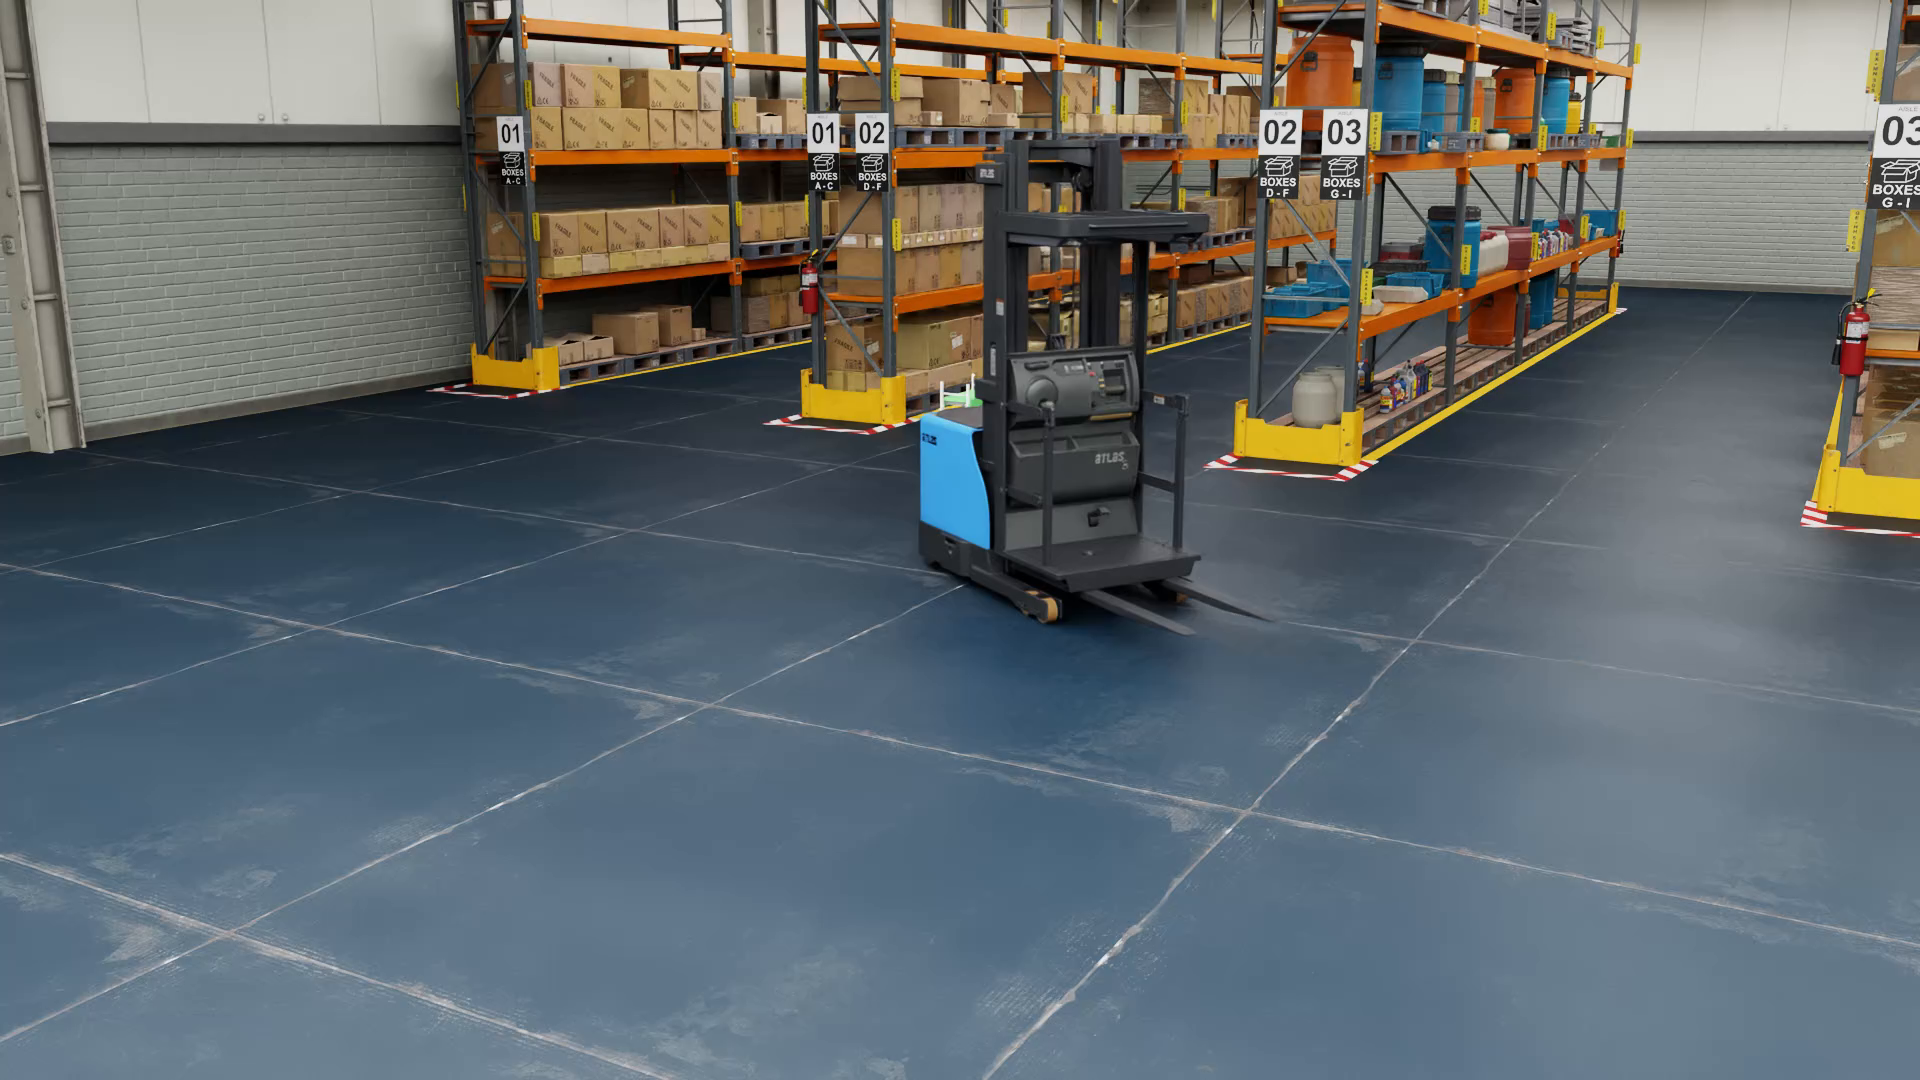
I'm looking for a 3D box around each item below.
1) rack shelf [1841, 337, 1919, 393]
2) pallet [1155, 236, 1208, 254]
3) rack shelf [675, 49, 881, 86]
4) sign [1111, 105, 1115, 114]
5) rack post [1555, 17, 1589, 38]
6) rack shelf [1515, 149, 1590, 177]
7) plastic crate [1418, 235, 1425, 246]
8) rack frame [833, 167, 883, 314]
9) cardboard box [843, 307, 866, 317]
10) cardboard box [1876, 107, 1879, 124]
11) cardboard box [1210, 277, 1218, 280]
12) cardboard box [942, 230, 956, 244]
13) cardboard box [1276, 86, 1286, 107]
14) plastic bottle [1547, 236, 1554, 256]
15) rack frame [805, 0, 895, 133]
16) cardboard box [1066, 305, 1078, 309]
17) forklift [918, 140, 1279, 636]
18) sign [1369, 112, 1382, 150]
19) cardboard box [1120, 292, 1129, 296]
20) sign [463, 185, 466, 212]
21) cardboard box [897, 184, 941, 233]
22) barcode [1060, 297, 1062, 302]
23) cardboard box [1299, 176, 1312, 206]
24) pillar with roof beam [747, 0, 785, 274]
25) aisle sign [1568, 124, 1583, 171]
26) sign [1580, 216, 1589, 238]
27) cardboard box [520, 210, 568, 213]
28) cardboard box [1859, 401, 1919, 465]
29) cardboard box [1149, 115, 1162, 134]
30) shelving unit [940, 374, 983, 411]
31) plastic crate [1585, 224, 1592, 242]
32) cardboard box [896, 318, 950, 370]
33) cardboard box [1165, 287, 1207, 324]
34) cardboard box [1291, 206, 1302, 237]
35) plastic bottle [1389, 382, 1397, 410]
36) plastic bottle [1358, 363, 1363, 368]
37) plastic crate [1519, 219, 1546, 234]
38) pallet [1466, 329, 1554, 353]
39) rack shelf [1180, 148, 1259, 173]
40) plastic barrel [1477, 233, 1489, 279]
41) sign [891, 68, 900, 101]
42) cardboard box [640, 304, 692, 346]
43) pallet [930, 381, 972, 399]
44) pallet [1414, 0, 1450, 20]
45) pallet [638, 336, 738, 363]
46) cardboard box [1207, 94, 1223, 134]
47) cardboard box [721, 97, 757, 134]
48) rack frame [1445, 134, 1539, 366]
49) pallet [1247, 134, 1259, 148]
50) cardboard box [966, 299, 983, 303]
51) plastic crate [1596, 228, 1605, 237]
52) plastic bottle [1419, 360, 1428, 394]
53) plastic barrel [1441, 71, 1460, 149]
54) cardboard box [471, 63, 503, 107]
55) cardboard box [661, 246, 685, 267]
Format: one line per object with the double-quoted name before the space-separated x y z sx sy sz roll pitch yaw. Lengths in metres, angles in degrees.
"rack shelf" 8.496 -1.714 14.779 1.077 0.370 4.000 7 15 28
"pallet" 2.993 -4.472 25.092 1.213 0.211 1.003 7 15 28
"rack shelf" -2.579 -6.941 24.510 1.077 0.370 4.000 7 15 28
"sign" 2.252 -6.190 24.304 0.100 0.325 0.005 7 15 28
"rack post" 8.560 -7.387 24.136 0.937 0.300 0.954 7 15 27
"rack shelf" 8.028 -5.375 23.563 1.077 0.370 4.000 7 15 28
"plastic crate" 6.012 -3.590 20.890 0.402 0.464 0.583 7 15 28
"rack frame" -1.612 -4.979 26.784 1.000 3.000 0.127 7 15 28
"cardboard box" -1.914 -3.824 26.389 0.700 0.500 0.500 8 16 29
"cardboard box" 7.756 -3.488 13.671 0.380 0.149 0.250 7 15 28
"cardboard box" 3.965 -4.055 27.349 0.500 0.500 0.500 8 16 29
"cardboard box" -0.265 -3.409 18.676 0.380 0.149 0.250 7 15 26
"cardboard box" 5.228 -7.422 28.174 0.700 0.500 0.500 7 15 28
"plastic bottle" 8.489 -4.245 24.008 0.152 0.276 0.135 7 15 28
"rack frame" -1.141 -5.693 16.948 1.000 3.000 0.127 7 15 28
"cardboard box" 1.706 -3.003 22.362 0.500 0.311 0.500 7 15 26
"forklift" 0.848 -1.023 10.522 1.130 2.935 3.031 -7 15 -27
"sign" 3.673 -3.614 14.706 0.100 0.325 0.005 7 15 28
"cardboard box" 2.216 -3.484 24.359 0.500 0.311 0.500 8 16 30
"sign" -5.955 -4.121 20.081 0.100 0.325 0.005 7 15 28
"cardboard box" -0.629 -3.670 18.374 0.700 0.500 0.500 7 15 27
"barcode" 1.281 -3.068 21.206 0.001 0.075 0.075 7 15 28
"cardboard box" 5.881 -6.156 29.320 0.500 0.500 0.500 8 16 30
"pillar with roof beam" 0.771 -7.239 23.358 9.100 9.000 0.400 7 15 28
"aisle sign" 10.703 -6.810 28.833 0.394 0.787 0.004 7 15 28
"sign" 9.475 -4.749 25.240 0.100 0.325 0.005 7 15 28
"cardboard box" -5.185 -3.862 20.828 0.500 0.500 0.500 8 16 29
"cardboard box" 8.105 -0.895 14.285 0.500 0.500 0.500 13 19 43
"cardboard box" 2.556 -5.908 23.664 0.500 0.250 0.500 6 15 24
"shelving unit" 0.080 -0.617 12.534 0.258 1.200 0.503 7 15 28
"plastic crate" 9.894 -4.941 26.752 0.437 0.282 0.530 7 15 28
"cardboard box" -0.447 -2.196 18.615 0.500 0.500 0.500 7 15 28
"cardboard box" 3.445 -3.586 25.402 0.500 0.500 0.500 7 15 26
"cardboard box" 5.634 -5.569 29.019 0.500 0.500 0.500 7 15 28
"plastic bottle" 4.468 -1.489 17.168 0.061 0.283 0.133 8 16 29
"plastic bottle" 4.457 -1.840 18.639 0.152 0.276 0.135 8 16 30
"plastic crate" 8.922 -4.833 26.085 0.392 0.384 0.575 7 15 28
"pallet" 7.996 -2.916 24.180 1.003 0.211 1.213 7 15 28
"rack shelf" 3.693 -5.937 25.894 1.077 0.370 4.000 7 15 28
"plastic barrel" 6.136 -3.424 20.044 0.433 0.535 0.433 0 14 0
"sign" -0.658 -4.634 16.922 0.100 0.325 0.005 7 15 28
"cardboard box" -4.012 -2.939 22.720 0.500 0.500 0.500 6 15 24
"pallet" -0.217 -1.832 19.683 1.003 0.211 1.213 7 15 28
"pallet" 4.164 -5.242 16.334 1.003 0.211 1.213 7 15 28
"pallet" -3.839 -2.661 23.119 1.003 0.211 1.213 7 15 28
"cardboard box" 3.710 -6.629 25.909 0.600 0.600 0.600 7 15 26
"cardboard box" -3.211 -5.972 23.396 0.500 0.500 0.500 10 17 36
"rack frame" 7.061 -3.856 22.128 1.000 3.000 0.127 7 15 28
"pallet" 4.283 -6.480 27.012 1.213 0.211 1.003 7 15 28
"cardboard box" 0.295 -2.770 20.993 0.500 0.500 0.500 7 15 28
"plastic crate" 10.692 -5.211 28.181 0.396 0.136 0.243 7 15 28
"plastic bottle" 5.068 -1.797 18.300 0.144 0.351 0.185 7 15 27
"plastic barrel" 5.499 -5.001 19.406 0.600 0.901 0.600 0 14 0
"cardboard box" -5.500 -5.458 19.983 0.500 0.500 0.500 8 16 31
"cardboard box" -3.987 -3.757 21.995 0.500 0.250 0.500 7 15 28
